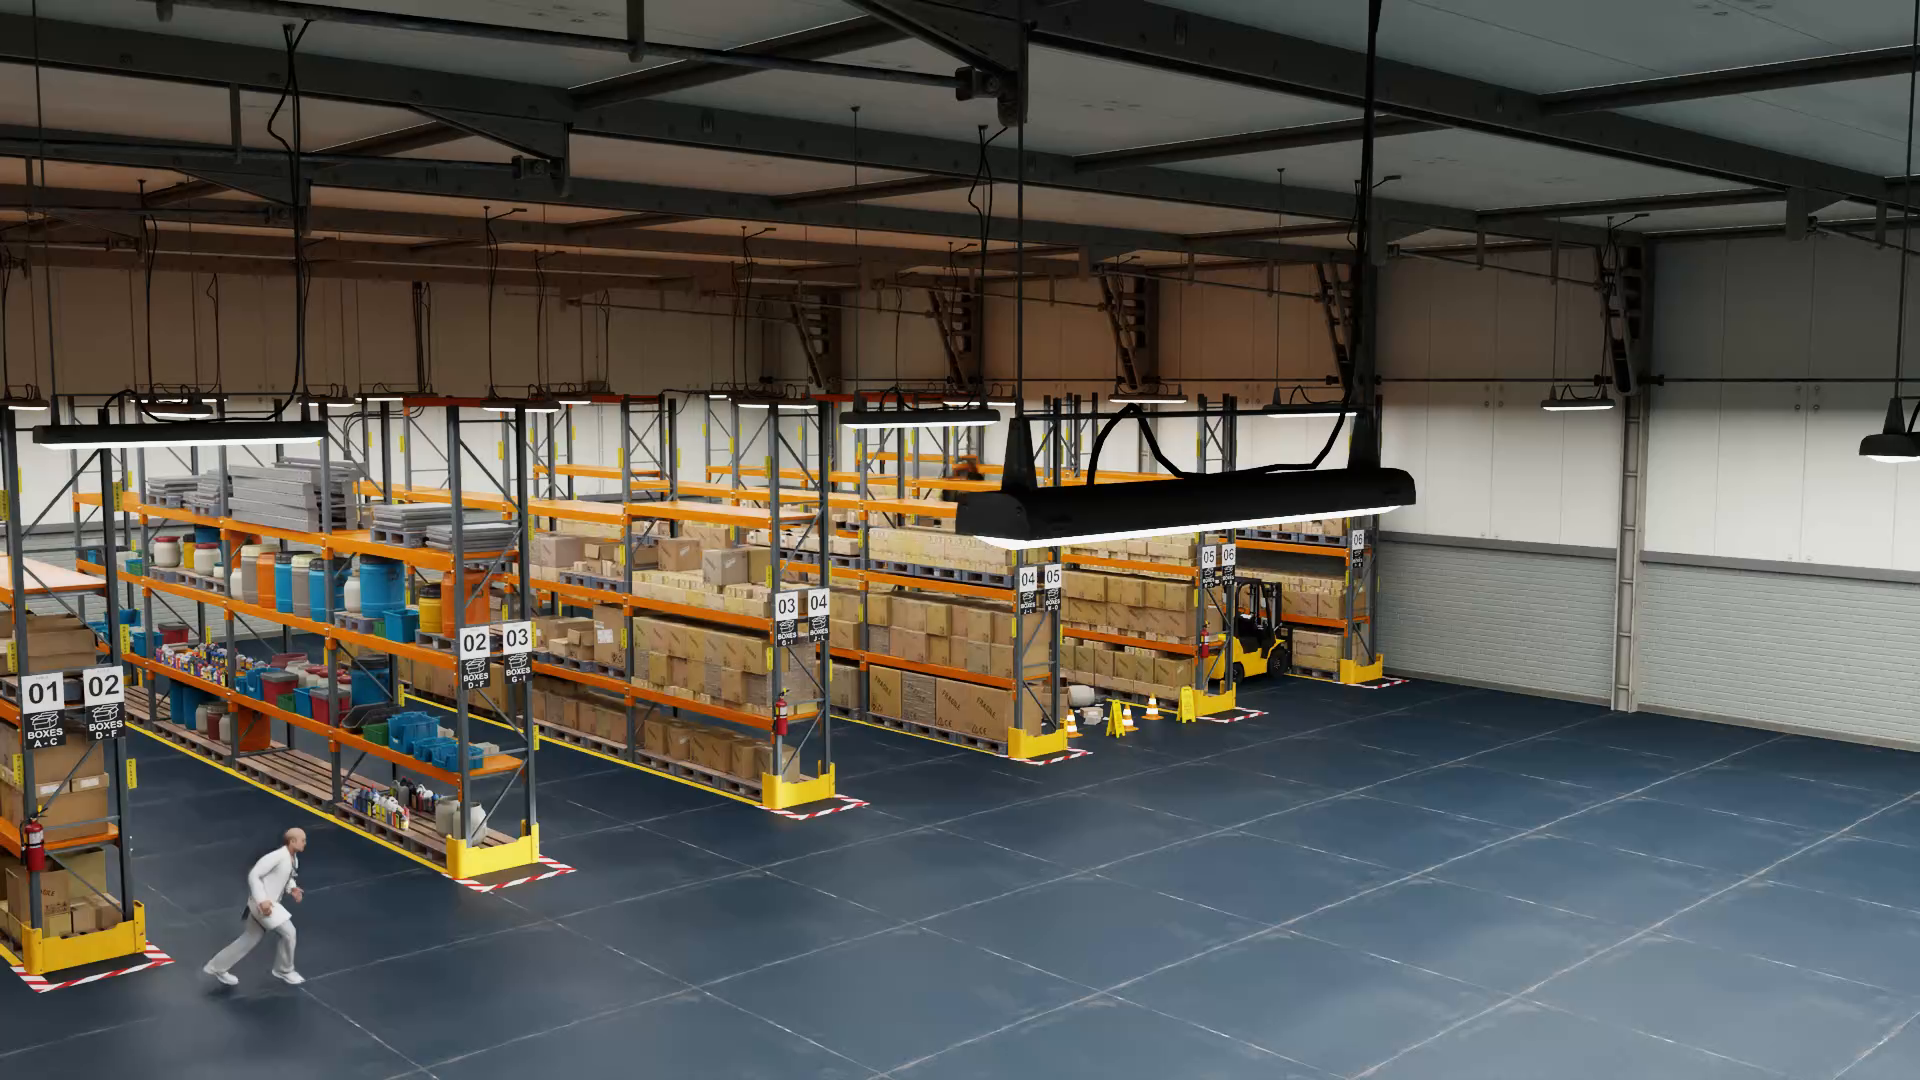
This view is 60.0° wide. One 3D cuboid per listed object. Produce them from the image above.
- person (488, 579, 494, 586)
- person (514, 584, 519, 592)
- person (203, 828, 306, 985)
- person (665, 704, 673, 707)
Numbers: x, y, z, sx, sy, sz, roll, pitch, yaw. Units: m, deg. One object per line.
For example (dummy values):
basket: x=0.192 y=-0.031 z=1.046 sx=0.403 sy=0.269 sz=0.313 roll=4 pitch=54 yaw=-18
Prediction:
person: x=-11.334 y=1.701 z=39.323 sx=0.807 sy=1.718 sz=0.805 roll=3 pitch=6 yaw=26
person: x=-10.016 y=1.826 z=37.482 sx=0.668 sy=1.788 sz=0.836 roll=-3 pitch=6 yaw=-32
person: x=-7.364 y=3.856 z=17.392 sx=1.053 sy=1.686 sz=0.707 roll=-1 pitch=6 yaw=-8
person: x=-5.790 y=2.366 z=32.467 sx=0.631 sy=1.743 sz=0.750 roll=-5 pitch=7 yaw=-41
